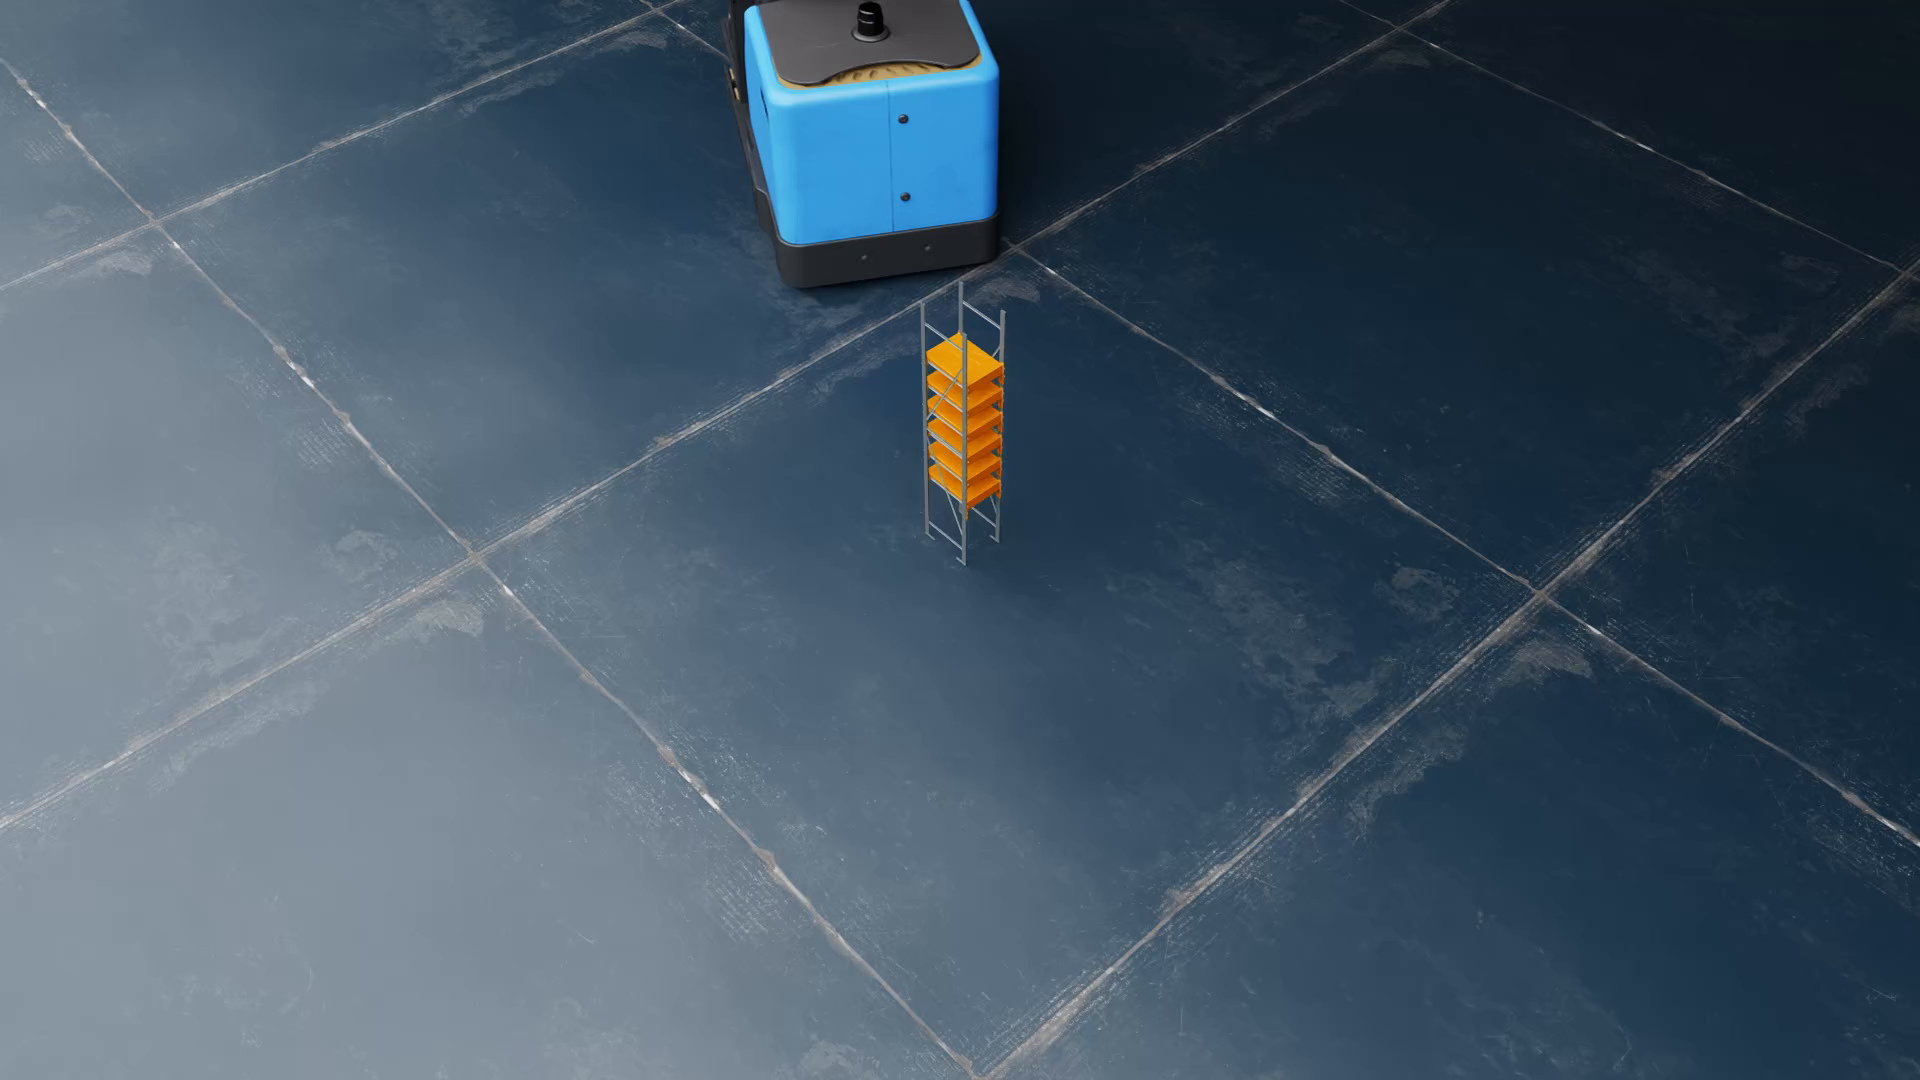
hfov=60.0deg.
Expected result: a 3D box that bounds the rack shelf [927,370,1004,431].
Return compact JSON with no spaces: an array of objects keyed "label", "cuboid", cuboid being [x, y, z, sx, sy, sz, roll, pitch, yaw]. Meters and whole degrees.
[{"label":"rack shelf","cuboid":[0.011,-0.547,6.172,0.180,0.103,0.258,-34,56,-27]}]

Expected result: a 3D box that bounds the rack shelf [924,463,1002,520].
[{"label":"rack shelf","cuboid":[0.011,-0.221,6.525,0.180,0.103,0.258,-34,56,-27]}]

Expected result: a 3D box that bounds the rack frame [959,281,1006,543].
[{"label":"rack frame","cuboid":[0.078,-0.459,6.357,0.006,1.200,0.240,-34,56,-27]}]

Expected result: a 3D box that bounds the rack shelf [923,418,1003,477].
[{"label":"rack shelf","cuboid":[0.011,-0.384,6.348,0.180,0.103,0.258,-34,56,-27]}]

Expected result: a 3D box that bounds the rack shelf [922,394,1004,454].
[{"label":"rack shelf","cuboid":[0.011,-0.465,6.260,0.180,0.103,0.258,-34,56,-27]}]

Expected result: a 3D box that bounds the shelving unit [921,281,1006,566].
[{"label":"shelving unit","cuboid":[0.011,-0.414,6.316,0.189,1.200,0.258,-34,56,-27]}]

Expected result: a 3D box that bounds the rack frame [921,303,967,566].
[{"label":"rack frame","cuboid":[-0.057,-0.369,6.274,0.006,1.200,0.240,-34,56,-27]}]

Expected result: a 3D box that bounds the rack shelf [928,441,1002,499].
[{"label":"rack shelf","cuboid":[0.011,-0.303,6.436,0.180,0.103,0.258,-34,56,-27]}]

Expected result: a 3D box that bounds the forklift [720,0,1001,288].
[{"label":"forklift","cuboid":[-0.640,-3.271,7.774,1.130,2.935,3.031,-10,48,-9]}]

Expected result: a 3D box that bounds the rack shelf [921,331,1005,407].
[{"label":"rack shelf","cuboid":[0.011,-0.628,6.084,0.180,0.103,0.258,-34,56,-27]}]
